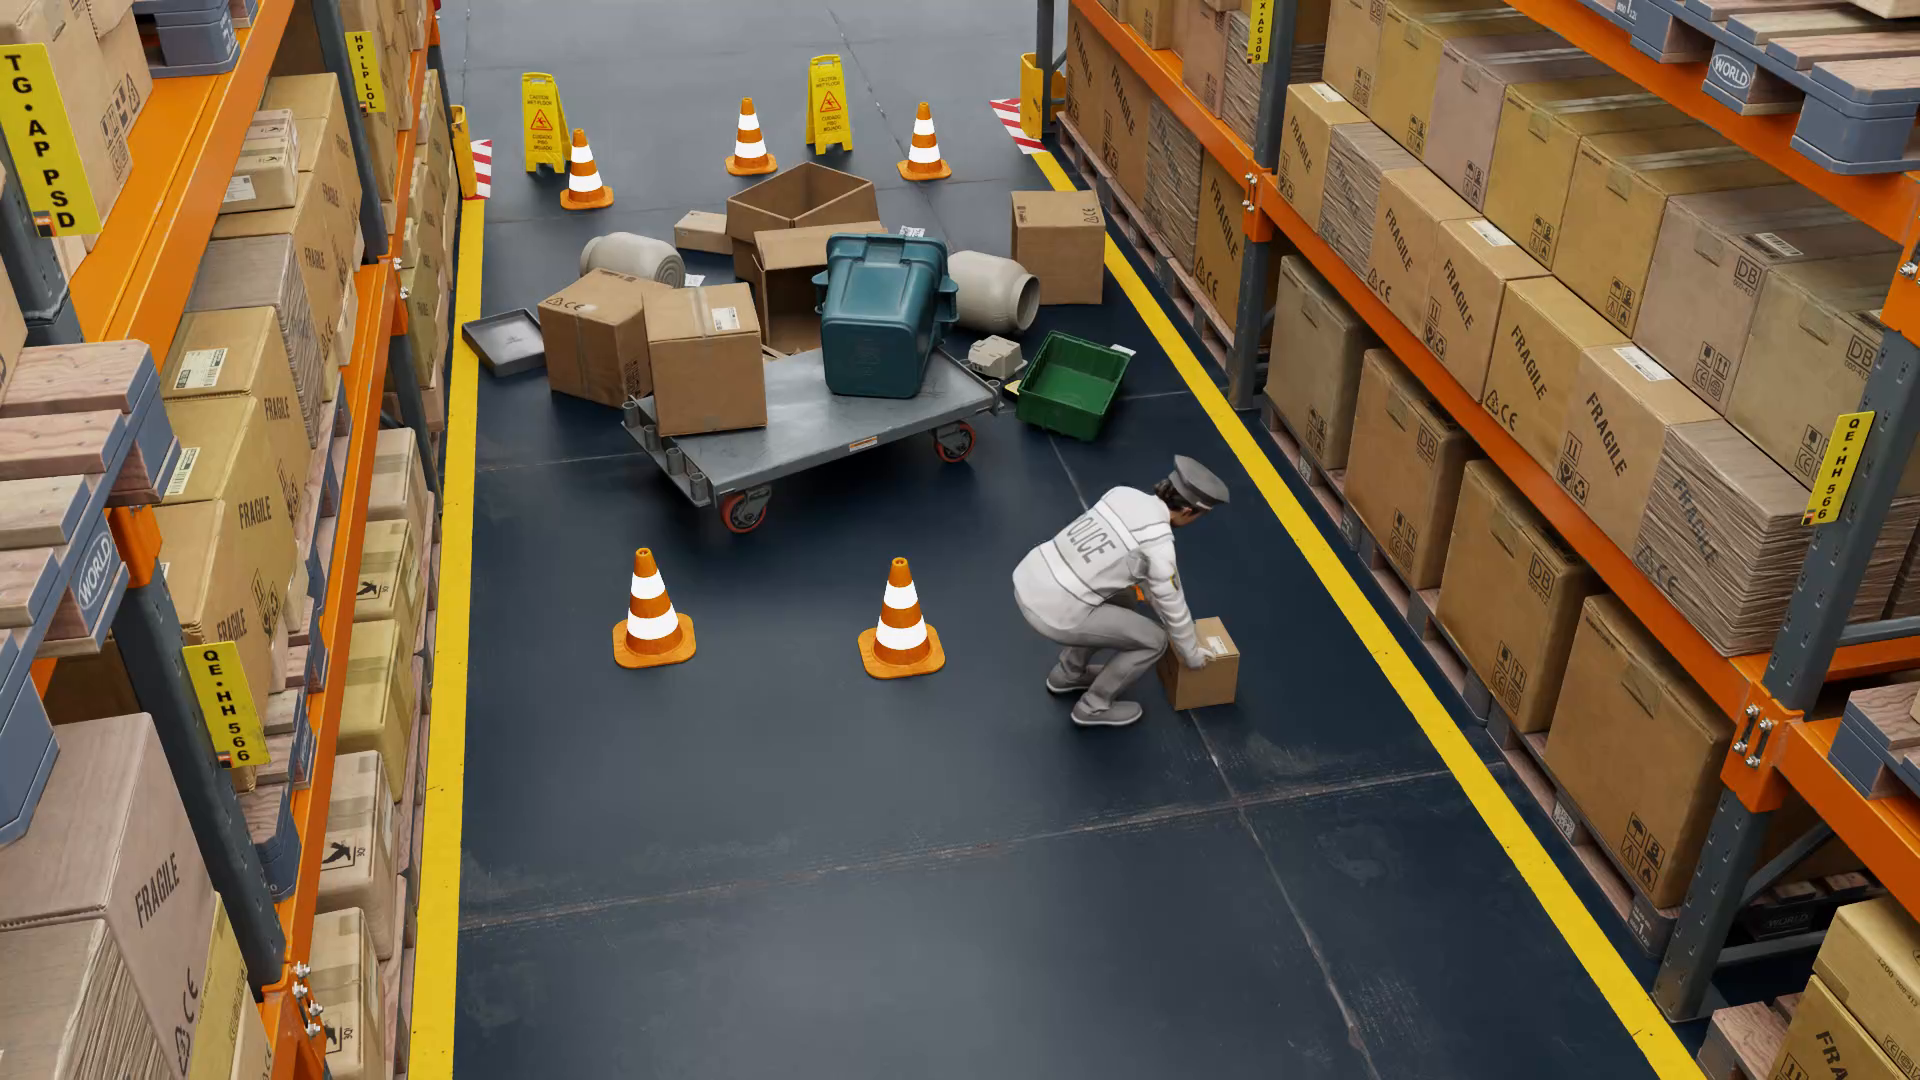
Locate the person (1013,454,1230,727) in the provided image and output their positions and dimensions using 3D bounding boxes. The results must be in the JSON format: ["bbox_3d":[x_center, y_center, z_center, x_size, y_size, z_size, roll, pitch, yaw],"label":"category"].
[{"bbox_3d":[0.611,0.189,6.413,0.832,1.052,0.501,-7,35,-10],"label":"person"}]
